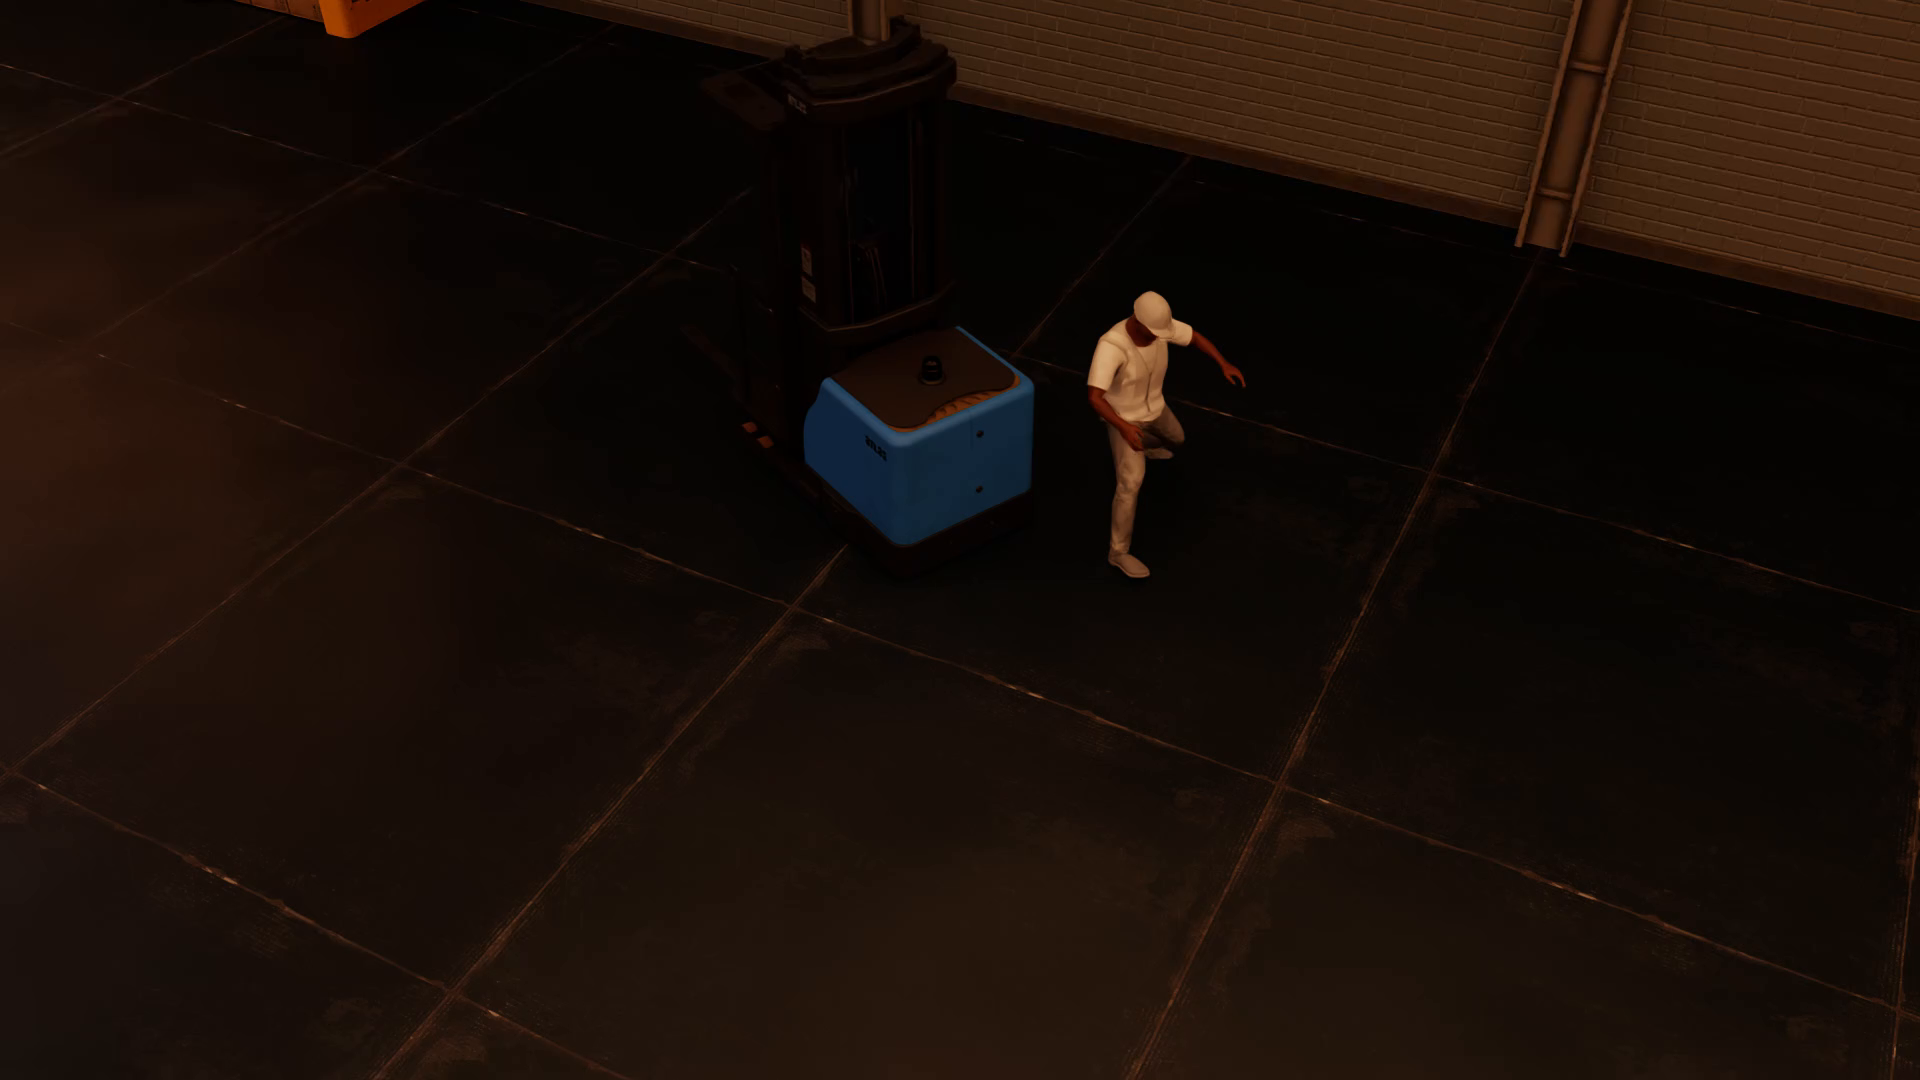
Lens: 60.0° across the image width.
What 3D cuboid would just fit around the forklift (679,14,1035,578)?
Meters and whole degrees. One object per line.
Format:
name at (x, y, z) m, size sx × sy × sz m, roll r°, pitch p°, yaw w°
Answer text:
forklift at (-0.820, -1.802, 10.126) m, size 1.130 × 2.935 × 3.031 m, roll -25°, pitch 46°, yaw -27°

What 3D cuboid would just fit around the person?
person at (1.169, -0.774, 9.991) m, size 1.111 × 1.589 × 1.007 m, roll -29°, pitch 48°, yaw -30°
